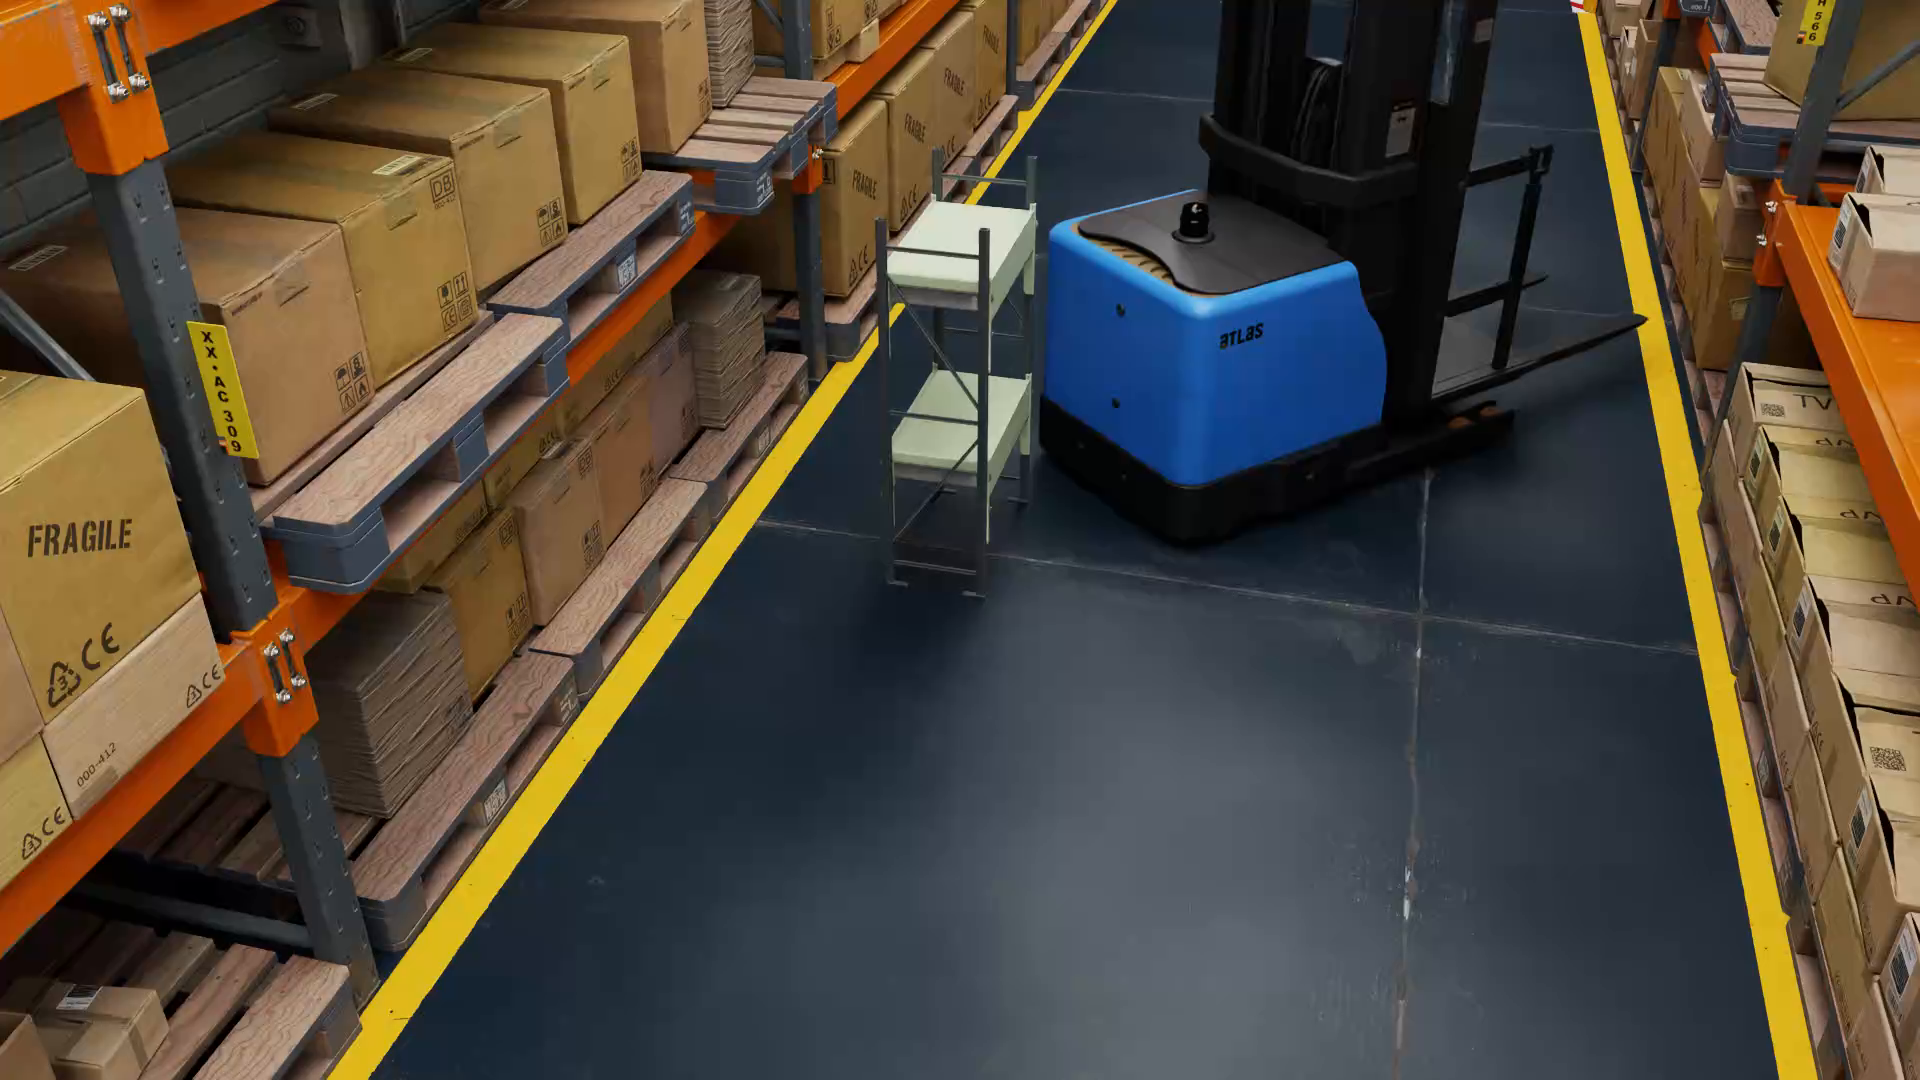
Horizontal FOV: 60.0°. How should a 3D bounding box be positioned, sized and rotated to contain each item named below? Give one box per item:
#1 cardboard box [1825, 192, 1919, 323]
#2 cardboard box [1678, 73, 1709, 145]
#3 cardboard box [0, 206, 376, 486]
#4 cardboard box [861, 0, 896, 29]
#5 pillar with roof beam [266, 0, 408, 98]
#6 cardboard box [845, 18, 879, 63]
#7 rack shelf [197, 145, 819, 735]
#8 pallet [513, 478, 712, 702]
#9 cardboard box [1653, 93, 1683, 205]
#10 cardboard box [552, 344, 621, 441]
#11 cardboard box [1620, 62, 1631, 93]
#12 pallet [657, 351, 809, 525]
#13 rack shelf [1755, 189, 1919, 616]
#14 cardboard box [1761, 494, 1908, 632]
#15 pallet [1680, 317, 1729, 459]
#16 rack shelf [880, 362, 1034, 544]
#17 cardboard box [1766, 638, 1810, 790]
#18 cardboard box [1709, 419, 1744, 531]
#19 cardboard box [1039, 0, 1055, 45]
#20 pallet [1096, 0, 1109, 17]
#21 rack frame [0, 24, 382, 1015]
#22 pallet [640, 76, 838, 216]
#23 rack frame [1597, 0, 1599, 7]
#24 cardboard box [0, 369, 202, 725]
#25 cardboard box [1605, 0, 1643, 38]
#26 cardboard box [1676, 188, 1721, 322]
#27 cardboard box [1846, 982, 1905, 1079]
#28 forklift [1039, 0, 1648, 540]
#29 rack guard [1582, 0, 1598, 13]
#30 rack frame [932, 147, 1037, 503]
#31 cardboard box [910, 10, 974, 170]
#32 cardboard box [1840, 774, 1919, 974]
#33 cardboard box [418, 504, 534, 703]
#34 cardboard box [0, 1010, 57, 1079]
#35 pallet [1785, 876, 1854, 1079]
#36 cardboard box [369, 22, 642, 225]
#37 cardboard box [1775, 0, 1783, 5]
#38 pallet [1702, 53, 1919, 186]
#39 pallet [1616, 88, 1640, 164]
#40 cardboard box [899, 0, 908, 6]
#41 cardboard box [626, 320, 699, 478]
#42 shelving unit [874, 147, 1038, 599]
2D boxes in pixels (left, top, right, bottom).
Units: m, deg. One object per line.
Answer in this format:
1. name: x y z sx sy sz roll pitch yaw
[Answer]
1. cardboard box: 3.242 -0.960 5.547 0.500 0.311 0.500 8 33 12
2. cardboard box: 4.059 -2.221 8.669 0.500 0.250 0.500 8 33 12
3. cardboard box: -1.989 -0.519 4.268 0.700 0.500 0.500 8 33 13
4. cardboard box: -0.623 -2.772 7.925 0.500 0.500 0.500 9 34 14
5. pillar with roof beam: 1.861 -3.496 3.862 9.100 9.000 0.400 8 33 12
6. cardboard box: -0.607 -2.405 7.953 0.380 0.149 0.250 9 34 14
7. rack shelf: -1.644 -0.766 5.830 1.077 0.370 4.000 8 33 12
8. pallet: -1.647 0.106 6.387 1.003 0.211 1.213 8 33 12
9. cardboard box: 4.188 -2.145 9.249 0.500 0.500 0.500 8 33 13
10. cardboard box: -1.599 -0.619 6.149 0.500 0.250 0.500 8 33 12
11. cardboard box: 4.579 -3.030 10.968 0.380 0.149 0.250 8 33 12
12. pallet: -1.336 -0.526 7.380 1.003 0.211 1.213 8 33 12
13. rack shelf: 3.149 -0.094 4.772 1.077 0.370 4.000 8 33 12
14. cardboard box: 2.983 0.081 5.475 0.500 0.311 0.500 7 33 11
15. pallet: 3.882 -0.641 7.561 1.003 0.211 1.213 8 33 12
16. rack shelf: -0.002 -0.354 6.517 0.431 0.370 0.720 8 33 12
17. cardboard box: 2.856 0.577 5.217 0.500 0.250 0.500 9 33 13
18. cardboard box: 3.239 -0.220 6.472 0.500 0.250 0.500 8 33 12
19. cardboard box: 0.299 -3.940 12.090 0.700 0.500 0.500 8 33 12
20. pallet: 0.767 -4.657 13.878 1.003 0.211 1.213 8 33 12
21. rack frame: -2.151 -0.032 4.004 1.000 3.000 0.127 8 33 12
22. pallet: -1.214 -1.642 6.716 1.213 0.211 1.003 8 33 12
23. rack frame: 5.687 -5.587 12.742 1.000 3.000 0.127 8 33 12
24. cardboard box: -1.972 -0.006 3.386 0.500 0.500 0.500 8 33 12
25. cardboard box: 5.020 -3.849 12.162 0.500 0.250 0.500 8 33 12
26. cardboard box: 3.798 -1.352 8.000 0.500 0.500 0.500 7 33 11
27. cardboard box: 2.466 1.369 3.972 0.500 0.250 0.500 8 33 12
28. forklift: 1.863 -1.830 6.897 3.031 2.935 1.130 -19 37 -27
29. rack guard: 5.667 -4.492 13.350 1.175 0.500 0.348 8 33 12
30. rack frame: 0.091 -0.819 6.641 0.400 1.500 0.023 8 33 12
31. cardboard box: -0.383 -2.637 9.714 0.750 0.750 0.750 9 34 14
32. cardboard box: 2.593 0.867 4.239 0.500 0.311 0.500 9 34 14
33. cardboard box: -1.898 0.178 5.594 0.700 0.500 0.500 7 33 11
34. cardboard box: -2.376 1.381 3.701 0.500 0.500 0.500 6 33 9
35. pallet: 2.790 1.430 4.304 1.003 0.211 1.213 8 33 12
36. cardboard box: -1.540 -1.441 5.717 0.700 0.500 0.500 8 33 12
37. cardboard box: 4.283 -2.805 7.882 0.700 0.500 0.500 0 32 0
38. pallet: 3.760 -1.715 6.831 1.213 0.211 1.003 8 33 12
39. pallet: 4.847 -2.690 10.785 1.003 0.211 1.213 8 33 12
40. cardboard box: -0.450 -2.947 8.805 0.380 0.149 0.250 8 33 13
41. cardboard box: -1.512 -0.606 6.828 0.700 0.500 0.500 8 33 12
42. shelving unit: -0.002 -0.629 6.342 0.431 1.500 0.755 8 33 12
